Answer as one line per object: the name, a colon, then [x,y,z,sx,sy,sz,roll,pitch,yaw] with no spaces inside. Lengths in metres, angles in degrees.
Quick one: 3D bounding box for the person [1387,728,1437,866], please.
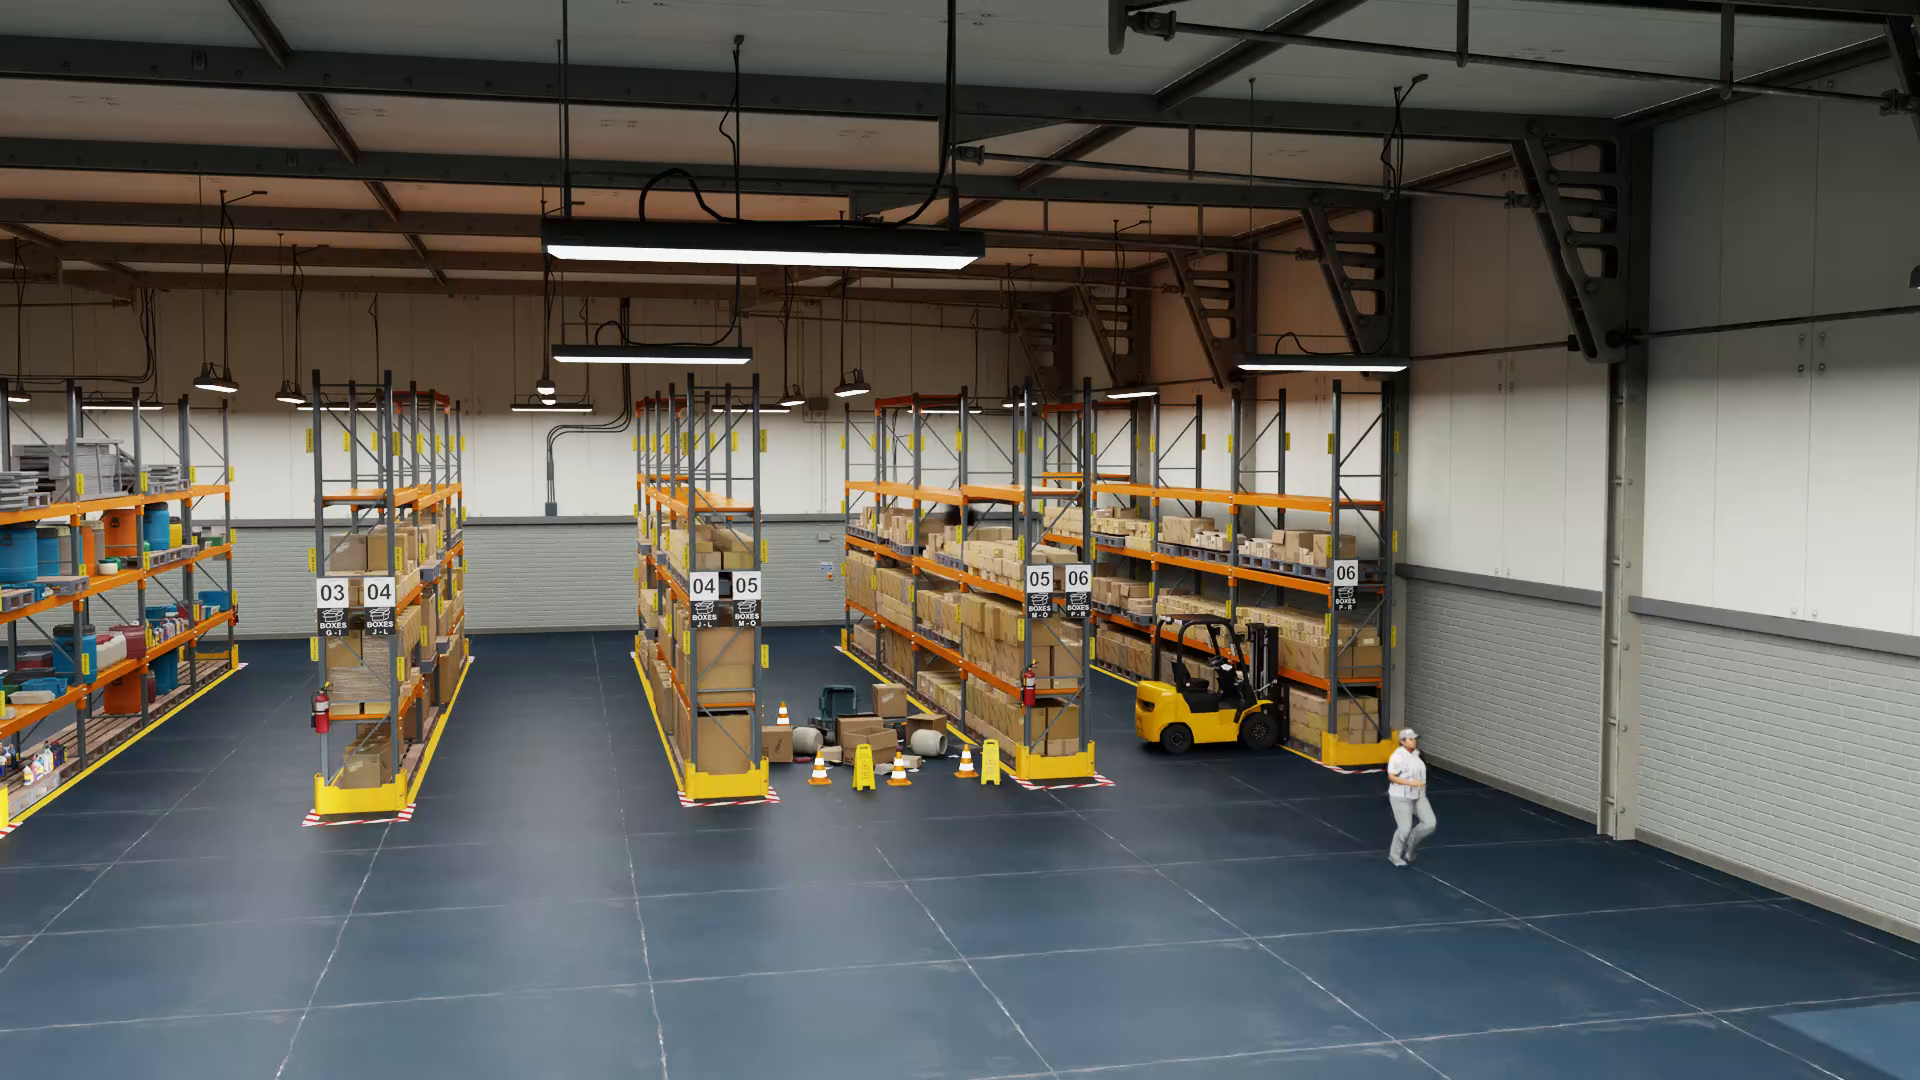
person: [5.316,3.041,19.624,0.661,1.639,0.570,-2,4,-35]
